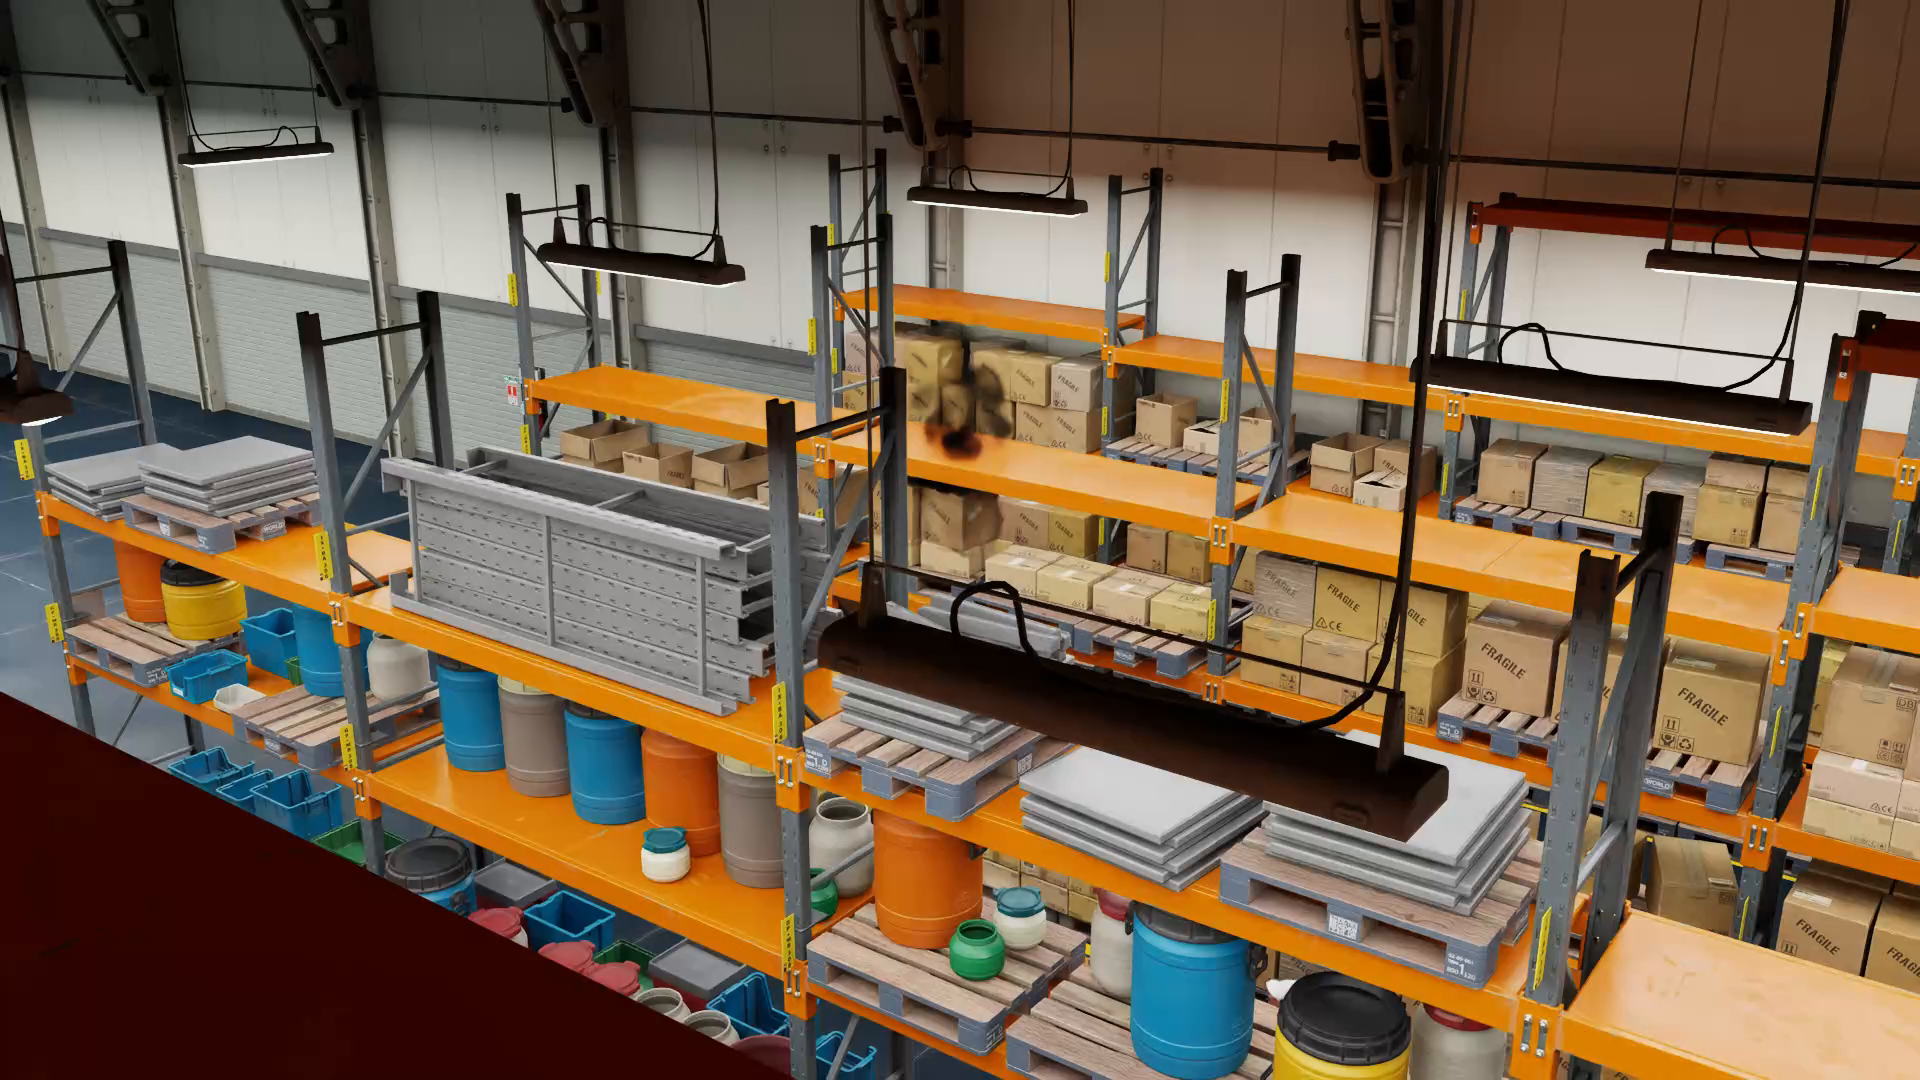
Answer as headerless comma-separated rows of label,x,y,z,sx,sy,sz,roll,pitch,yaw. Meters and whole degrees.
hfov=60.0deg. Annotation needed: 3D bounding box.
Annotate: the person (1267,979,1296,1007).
person,2.197,3.735,11.183,0.747,1.755,0.657,10,21,27
